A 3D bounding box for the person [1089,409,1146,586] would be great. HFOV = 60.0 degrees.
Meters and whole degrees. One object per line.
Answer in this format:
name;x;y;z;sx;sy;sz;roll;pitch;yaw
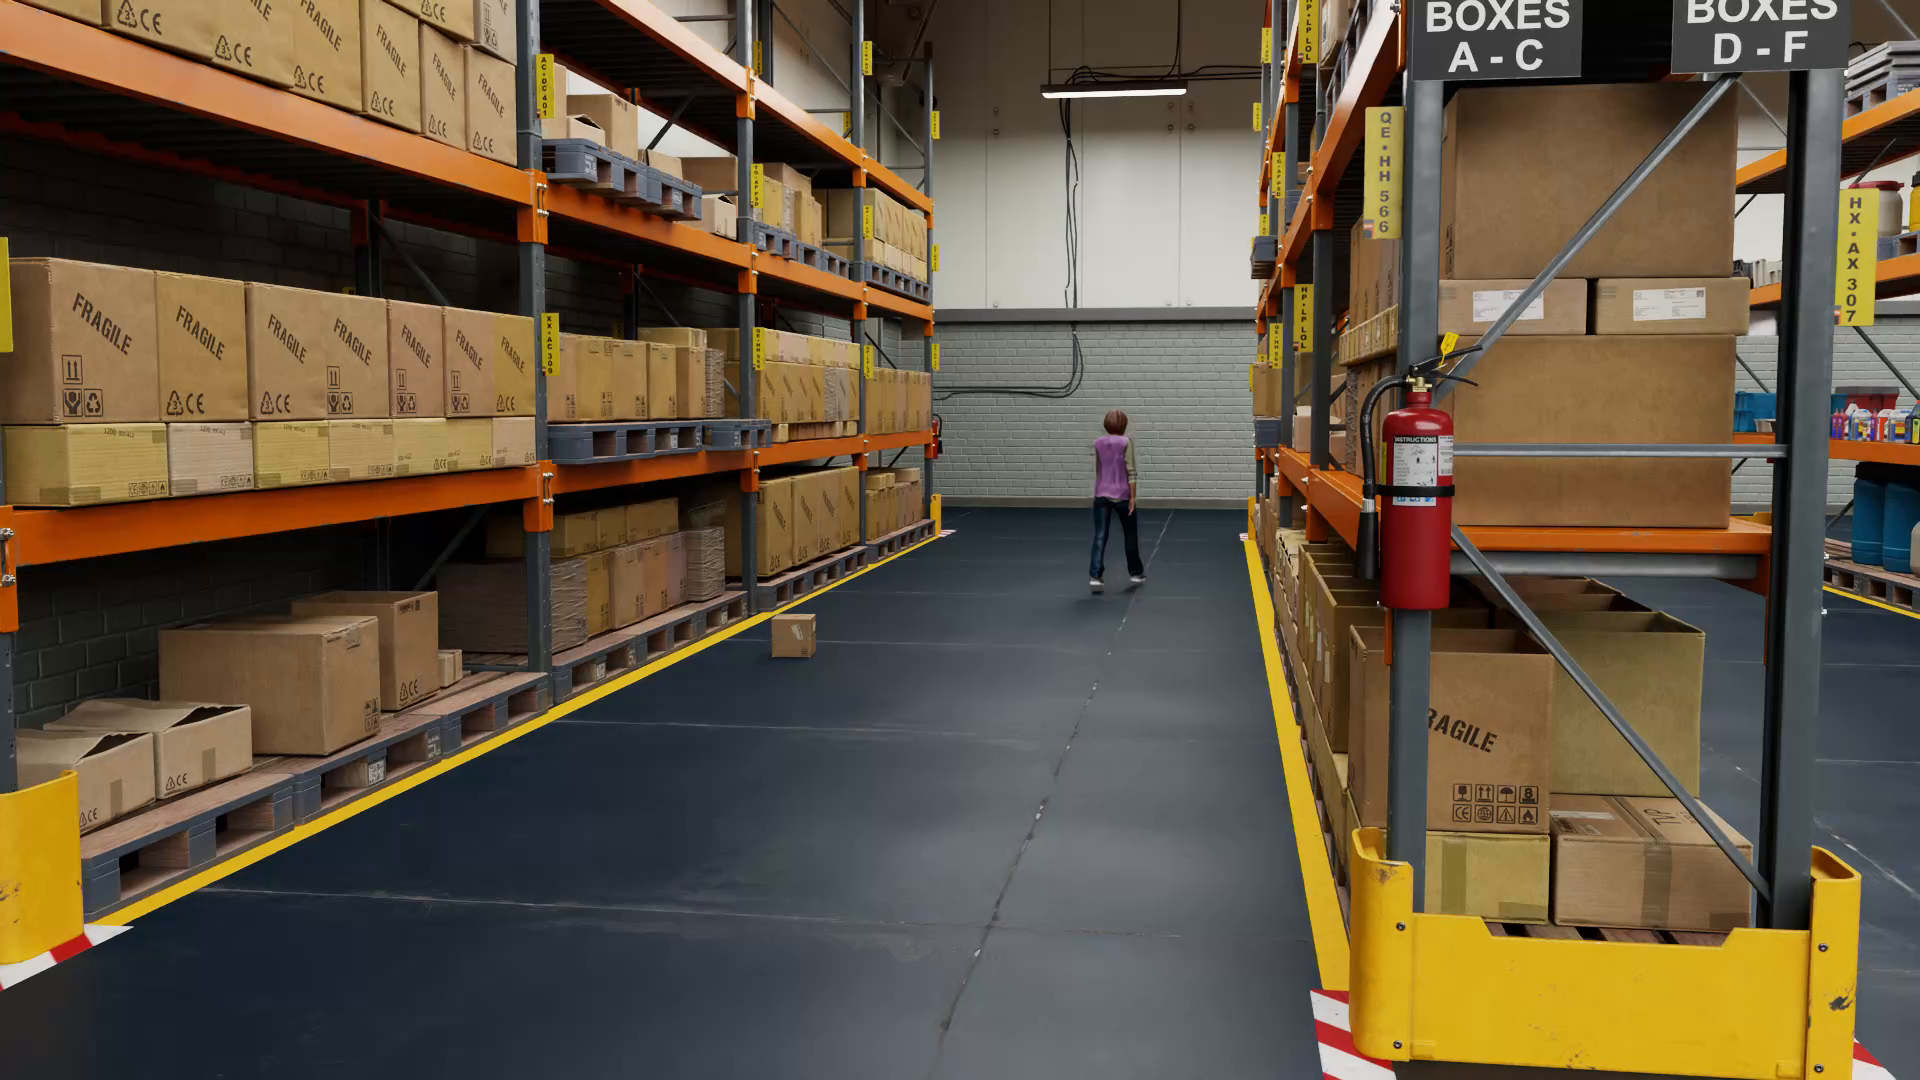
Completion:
person;1.385;-0.379;14.624;0.429;1.535;0.942;2;5;23
